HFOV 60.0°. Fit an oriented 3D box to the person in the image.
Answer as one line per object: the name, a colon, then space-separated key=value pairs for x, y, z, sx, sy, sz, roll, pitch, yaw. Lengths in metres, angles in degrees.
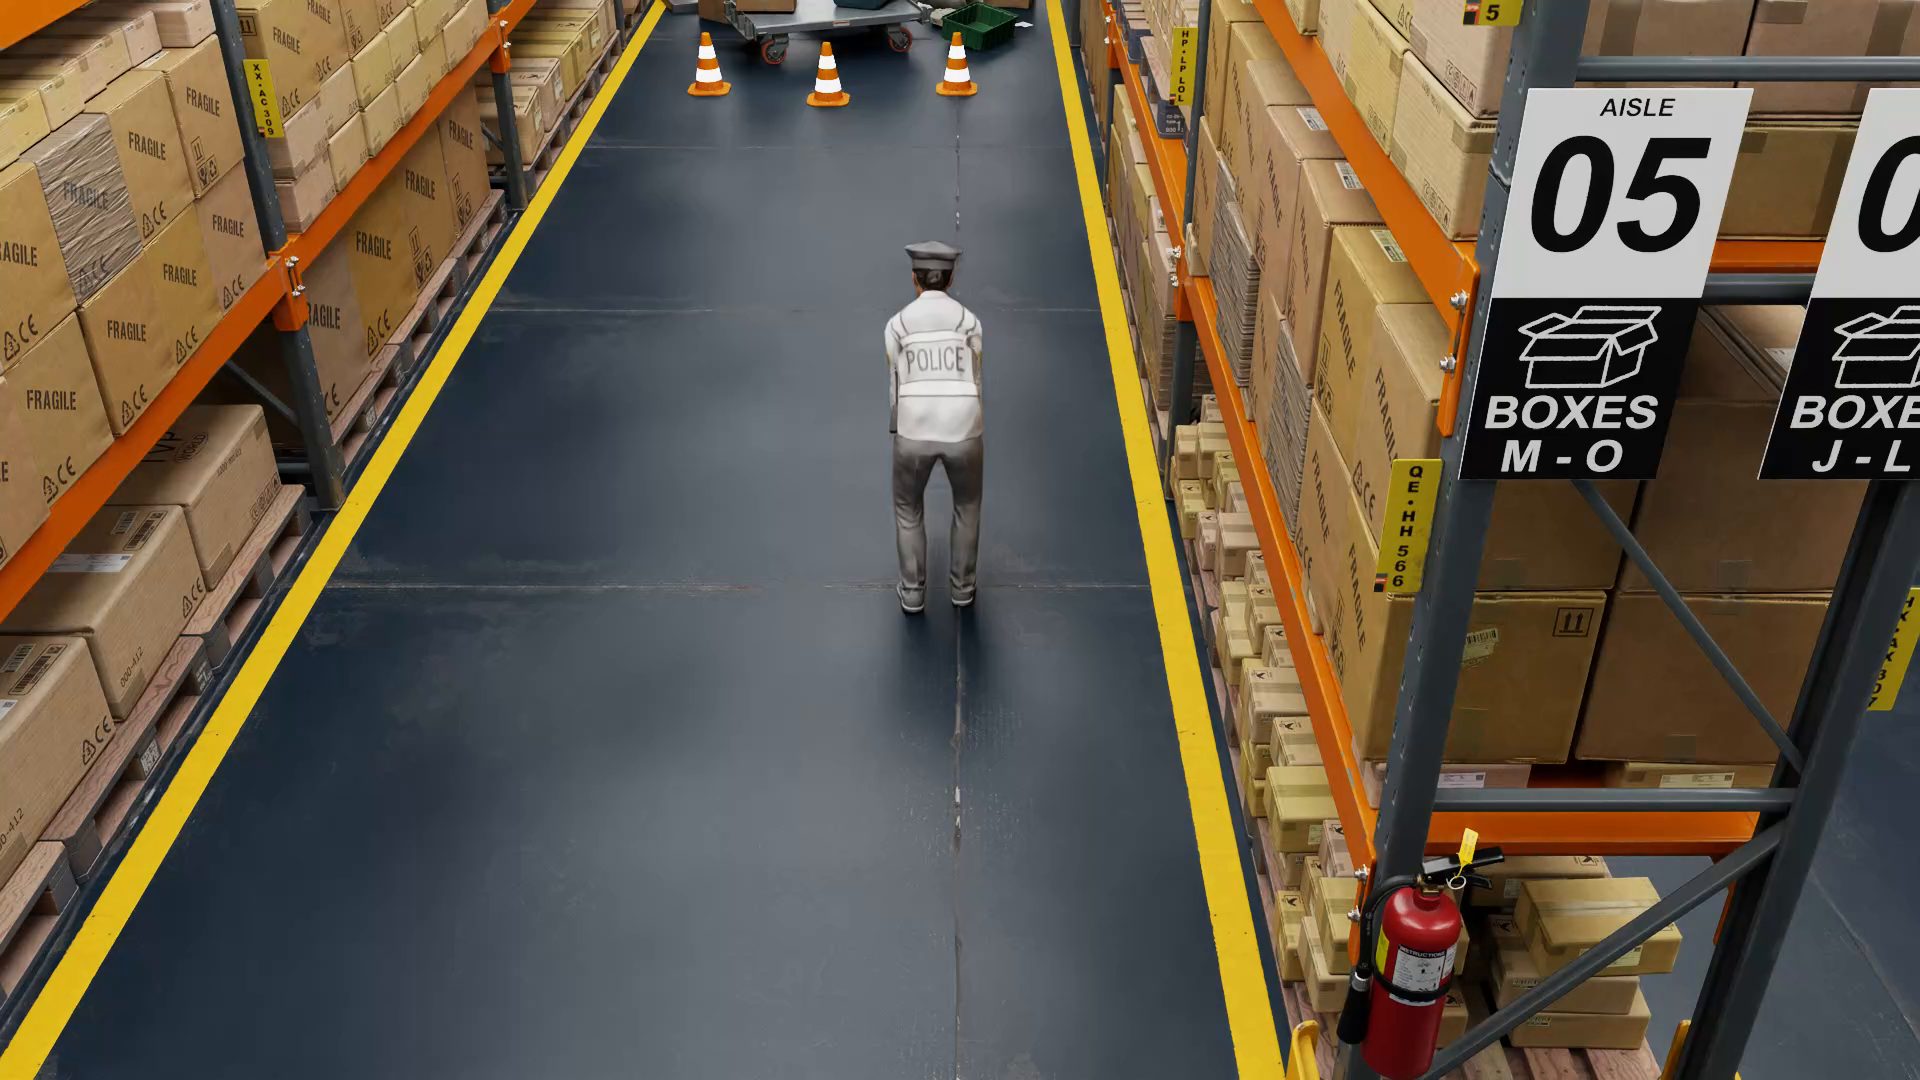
person: x=-0.105 y=-0.460 z=7.013 sx=0.405 sy=1.530 sz=0.693 roll=-1 pitch=32 yaw=-1
